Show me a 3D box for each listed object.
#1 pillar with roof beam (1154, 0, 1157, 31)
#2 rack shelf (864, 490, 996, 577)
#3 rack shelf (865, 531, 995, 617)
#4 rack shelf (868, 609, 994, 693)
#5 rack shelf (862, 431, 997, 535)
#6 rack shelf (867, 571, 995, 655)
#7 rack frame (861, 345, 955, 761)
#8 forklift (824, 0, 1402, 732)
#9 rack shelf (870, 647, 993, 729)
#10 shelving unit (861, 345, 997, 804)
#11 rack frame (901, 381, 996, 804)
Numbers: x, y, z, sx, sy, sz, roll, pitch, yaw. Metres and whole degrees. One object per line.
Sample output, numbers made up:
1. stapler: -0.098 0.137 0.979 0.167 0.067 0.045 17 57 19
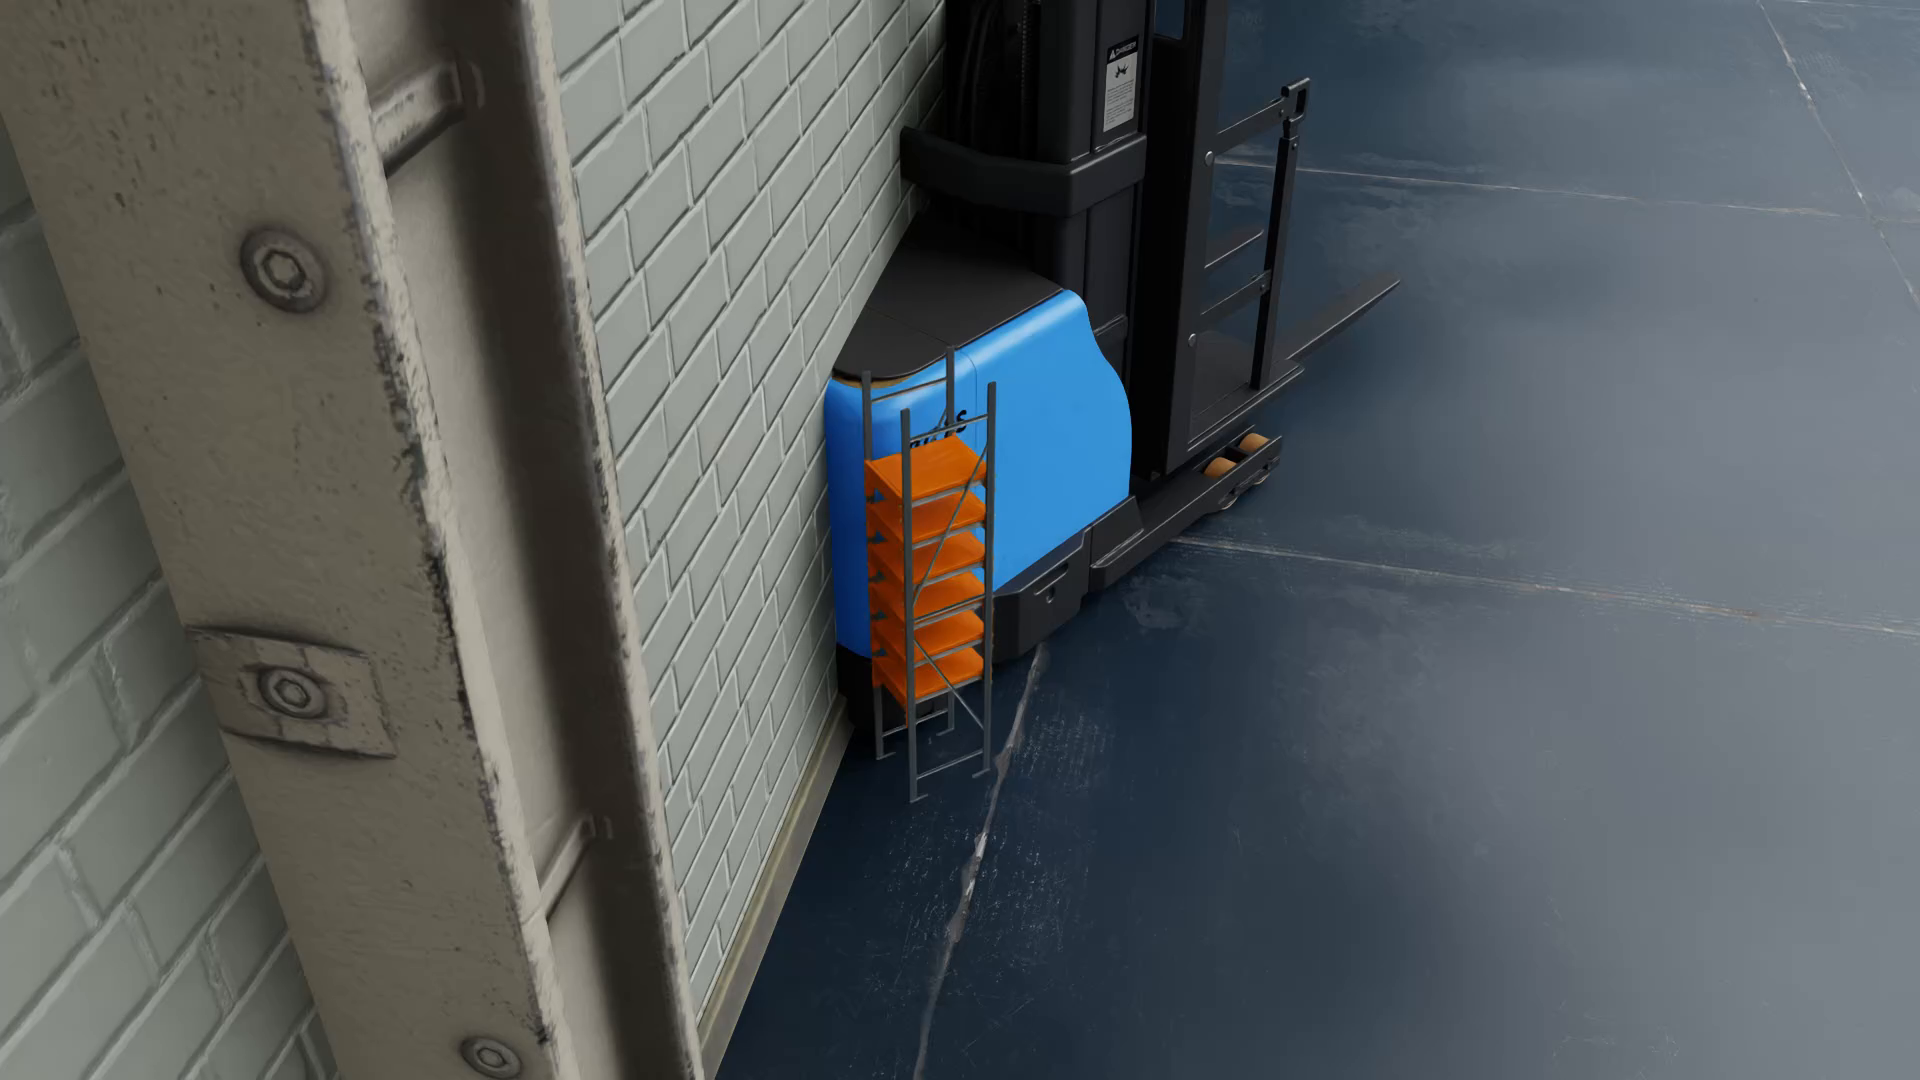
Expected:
1. pillar with roof beam: 4.897 -4.903 4.346 9.100 9.000 0.400 7 37 10
2. rack shelf: -0.071 -0.039 3.944 0.258 0.103 0.180 -19 41 -24
3. rack shelf: -0.072 0.058 4.016 0.258 0.103 0.180 -19 41 -24
4. rack shelf: -0.072 0.250 4.159 0.258 0.103 0.180 -19 41 -24
5. rack shelf: -0.071 -0.135 3.873 0.258 0.103 0.180 -19 41 -24
6. rack shelf: -0.072 0.154 4.088 0.258 0.103 0.180 -19 41 -24
7. rack frame: -0.118 0.071 4.124 0.240 1.200 0.006 -19 41 -24
8. forklift: 0.411 -1.461 4.769 1.130 2.935 3.031 27 44 32
9. rack shelf: -0.072 0.346 4.231 0.258 0.103 0.180 -19 41 -24
10. shelving unit: -0.072 0.118 4.061 0.258 1.200 0.189 -19 41 -24
11. rack frame: -0.025 0.165 3.998 0.240 1.200 0.006 -19 41 -24
